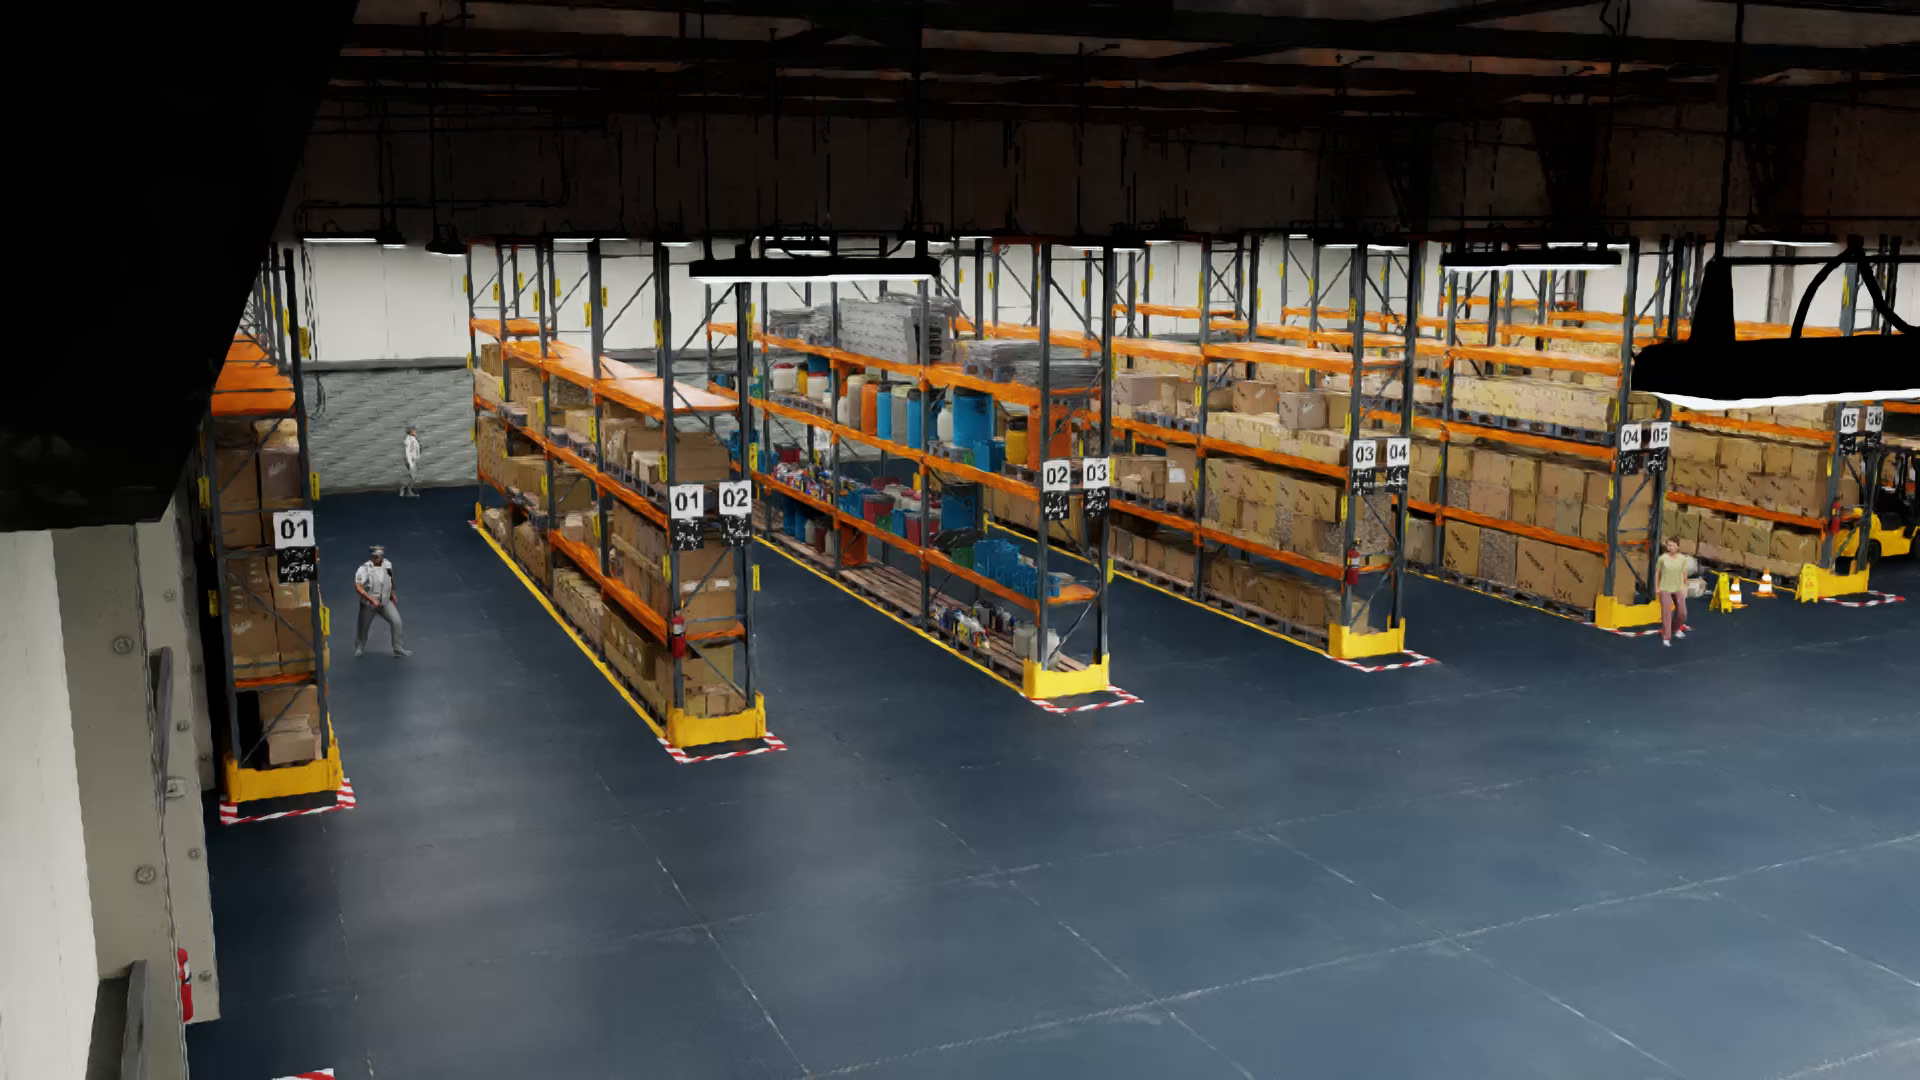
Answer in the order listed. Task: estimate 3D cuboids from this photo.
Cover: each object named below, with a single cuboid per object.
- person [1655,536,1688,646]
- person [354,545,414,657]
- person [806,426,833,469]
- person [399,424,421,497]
[{"bbox_3d":[10.677,0.742,24.956,0.520,1.664,0.502,3,11,13],"label":"person"},{"bbox_3d":[-8.460,0.871,24.144,0.700,1.690,0.863,-9,14,-40],"label":"person"},{"bbox_3d":[-3.338,-2.199,39.953,0.702,1.735,0.549,-5,12,-25],"label":"person"},{"bbox_3d":[-12.595,-1.802,38.013,0.454,1.656,0.642,1,11,6],"label":"person"}]
